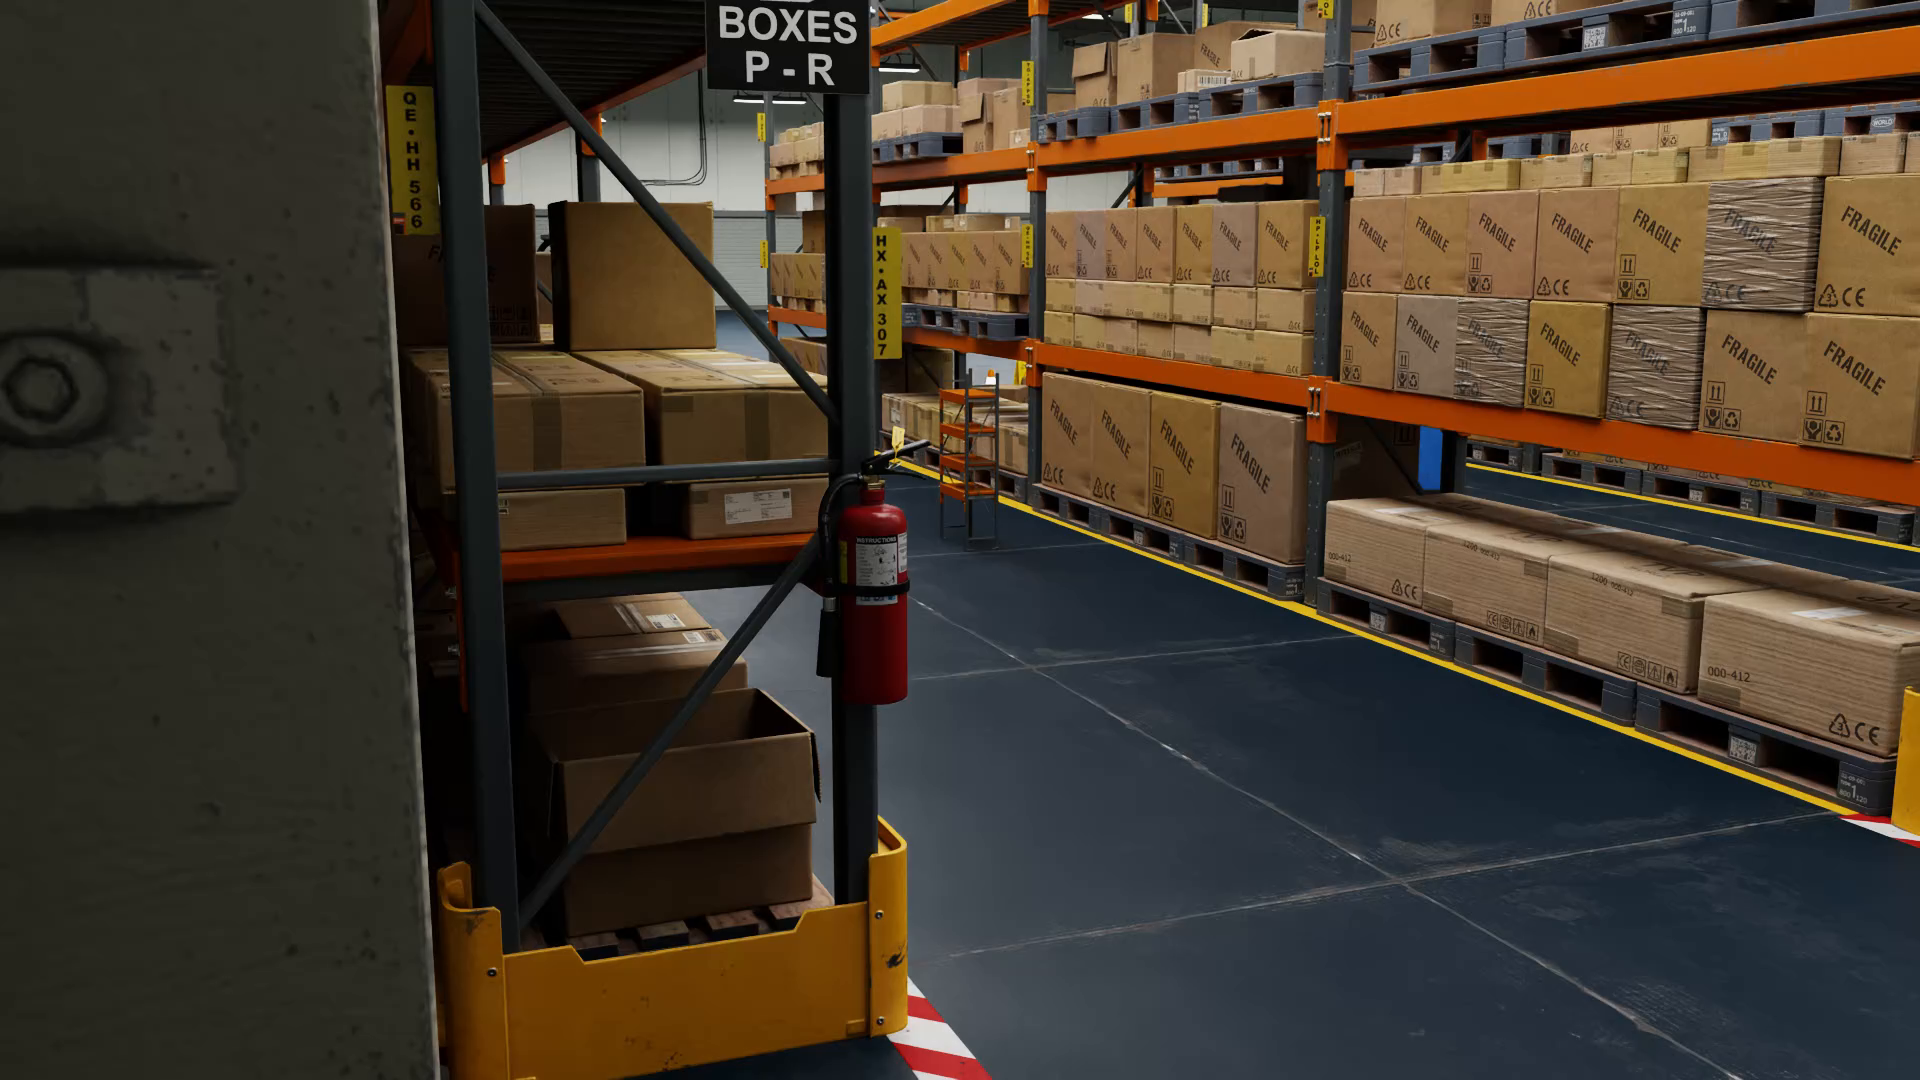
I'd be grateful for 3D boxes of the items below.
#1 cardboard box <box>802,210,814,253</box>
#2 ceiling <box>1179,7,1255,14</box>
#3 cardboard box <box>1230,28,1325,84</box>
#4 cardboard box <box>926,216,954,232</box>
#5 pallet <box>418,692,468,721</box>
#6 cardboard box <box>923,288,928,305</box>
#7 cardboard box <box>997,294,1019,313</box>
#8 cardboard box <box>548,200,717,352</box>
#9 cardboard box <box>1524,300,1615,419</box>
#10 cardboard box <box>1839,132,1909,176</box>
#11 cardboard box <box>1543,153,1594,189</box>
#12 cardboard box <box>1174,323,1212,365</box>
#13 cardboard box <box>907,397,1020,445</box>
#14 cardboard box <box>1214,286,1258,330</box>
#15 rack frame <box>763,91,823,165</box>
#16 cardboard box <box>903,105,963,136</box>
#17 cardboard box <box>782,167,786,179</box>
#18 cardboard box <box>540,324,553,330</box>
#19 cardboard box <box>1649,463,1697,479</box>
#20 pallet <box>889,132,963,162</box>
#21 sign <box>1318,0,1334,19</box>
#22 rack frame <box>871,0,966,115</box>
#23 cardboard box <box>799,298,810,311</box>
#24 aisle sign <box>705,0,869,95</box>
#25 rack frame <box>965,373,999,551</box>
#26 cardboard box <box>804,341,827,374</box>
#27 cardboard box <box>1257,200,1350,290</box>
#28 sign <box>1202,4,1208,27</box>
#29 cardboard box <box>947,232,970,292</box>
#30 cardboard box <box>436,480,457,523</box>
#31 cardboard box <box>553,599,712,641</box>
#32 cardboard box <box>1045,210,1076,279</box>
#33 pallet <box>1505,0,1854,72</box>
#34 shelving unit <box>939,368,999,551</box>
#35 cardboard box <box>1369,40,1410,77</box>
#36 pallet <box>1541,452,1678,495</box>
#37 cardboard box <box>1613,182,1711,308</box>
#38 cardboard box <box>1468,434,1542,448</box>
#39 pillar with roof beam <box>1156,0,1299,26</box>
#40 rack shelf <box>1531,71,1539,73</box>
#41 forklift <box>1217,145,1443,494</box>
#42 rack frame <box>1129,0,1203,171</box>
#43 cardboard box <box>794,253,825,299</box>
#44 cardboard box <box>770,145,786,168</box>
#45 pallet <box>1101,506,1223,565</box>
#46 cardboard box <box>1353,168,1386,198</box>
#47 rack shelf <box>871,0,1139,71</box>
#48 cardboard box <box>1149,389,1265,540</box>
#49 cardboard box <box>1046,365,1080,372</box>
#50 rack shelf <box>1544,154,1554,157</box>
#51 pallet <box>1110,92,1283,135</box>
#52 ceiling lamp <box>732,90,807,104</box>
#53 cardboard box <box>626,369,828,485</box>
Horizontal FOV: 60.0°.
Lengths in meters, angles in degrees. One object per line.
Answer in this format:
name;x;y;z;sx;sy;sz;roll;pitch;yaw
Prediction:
cardboard box;-1.484;-3.701;19.977;0.700;0.500;0.500;-4;11;-22
ceiling;6.883;-15.439;47.131;6.000;0.001;6.000;-4;11;-21
cardboard box;1.961;-2.894;9.921;0.500;0.311;0.500;-4;11;-21
cardboard box;-0.093;-2.881;15.173;0.380;0.149;0.250;-3;11;-18
pallet;-1.901;0.677;7.318;1.003;0.211;1.213;-4;11;-21
cardboard box;-0.119;-2.235;15.241;0.380;0.149;0.250;-4;11;-20
cardboard box;0.523;-1.937;13.571;0.380;0.149;0.250;-4;11;-20
cardboard box;-1.157;-0.933;5.844;0.500;0.500;0.500;-4;11;-19
cardboard box;2.941;-0.832;7.551;0.500;0.500;0.500;-4;11;-19
cardboard box;3.494;-1.417;6.137;0.380;0.149;0.250;-4;11;-20
cardboard box;2.883;-1.667;7.539;0.380;0.149;0.250;-4;11;-21
cardboard box;1.730;-1.274;10.751;0.500;0.250;0.500;-4;11;-22
cardboard box;0.033;-1.140;15.874;0.950;0.372;0.625;-3;11;-17
cardboard box;1.901;-1.434;10.222;0.500;0.250;0.500;-4;11;-20
rack frame;-1.873;-6.036;19.965;1.000;3.000;0.127;-4;11;-21
cardboard box;-0.198;-3.755;14.935;0.500;0.250;0.500;-4;11;-22
cardboard box;-1.877;-4.324;19.620;0.380;0.149;0.250;-4;11;-23
cardboard box;-1.737;-0.813;7.311;0.500;0.250;0.500;-4;11;-19
cardboard box;5.997;-0.786;13.520;0.500;0.500;0.500;-4;11;-22
pallet;0.080;-3.537;15.018;1.213;0.211;1.003;-4;11;-21
sign;1.973;-2.974;8.940;0.100;0.325;0.005;-4;11;-21
rack frame;-0.423;-5.383;16.294;1.000;3.000;0.127;-4;11;-21
cardboard box;-1.643;-2.717;19.153;0.380;0.149;0.250;-4;11;-19
aisle sign;-0.401;-1.443;3.848;0.394;0.787;0.004;-4;11;-21
rack frame;0.148;-0.524;11.245;0.240;1.200;0.015;-4;11;-21
cardboard box;-1.461;-1.984;18.826;0.500;0.500;0.500;-4;11;-20
cardboard box;2.080;-1.722;9.703;0.500;0.500;0.500;-4;11;-19
sign;3.215;-6.898;21.915;0.100;0.325;0.005;-4;11;-21
cardboard box;0.221;-2.402;14.329;0.500;0.500;0.500;-5;11;-25
cardboard box;-1.280;-0.152;4.731;0.380;0.149;0.250;-4;11;-23
cardboard box;-1.205;0.528;6.130;0.500;0.500;0.500;-4;11;-20
cardboard box;0.977;-2.222;12.513;0.500;0.500;0.500;-4;11;-23
pallet;3.201;-2.224;7.351;1.003;0.211;1.213;-4;11;-21
shelving unit;0.060;-0.564;11.469;0.258;1.200;0.503;-4;11;-21
cardboard box;2.621;-2.845;9.775;0.396;0.266;0.258;-4;11;-21
pallet;5.885;-0.607;14.534;1.003;0.211;1.213;-4;11;-21
cardboard box;3.136;-1.240;6.993;0.500;0.500;0.500;-4;11;-21
cardboard box;5.466;-1.312;15.759;1.050;0.750;0.750;-4;11;-22
pillar with roof beam;9.564;-11.193;48.955;9.100;9.000;0.548;-4;11;-21
rack shelf;8.088;-5.983;21.728;1.077;0.370;4.000;-4;11;-21
forklift;2.689;-1.733;13.099;1.130;2.935;3.031;-4;11;-19
rack frame;2.704;-6.367;21.823;1.000;3.000;0.127;-4;11;-21
cardboard box;-1.583;-3.016;18.980;0.500;0.500;0.500;-4;11;-22
cardboard box;-1.939;-4.533;19.658;0.500;0.250;0.500;-4;11;-22
pallet;1.680;-0.071;11.525;1.003;0.211;1.213;-4;11;-21
cardboard box;2.348;-1.917;8.943;0.380;0.149;0.250;-4;11;-22
rack shelf;0.301;-4.506;14.557;1.077;0.370;4.000;-4;11;-21
cardboard box;1.842;-0.527;10.994;0.875;0.875;0.875;-4;11;-19
cardboard box;1.225;-1.690;17.635;0.500;0.500;0.500;-4;11;-21
rack shelf;6.328;-2.903;12.973;1.077;0.370;4.000;-4;11;-21
pallet;1.717;-2.876;11.306;1.003;0.211;1.213;-3;11;-18
ceiling lamp;-5.242;-13.460;45.033;2.000;3.185;0.800;-4;11;-21
cardboard box;-0.613;-0.319;4.533;0.500;0.250;0.500;-4;11;-21
